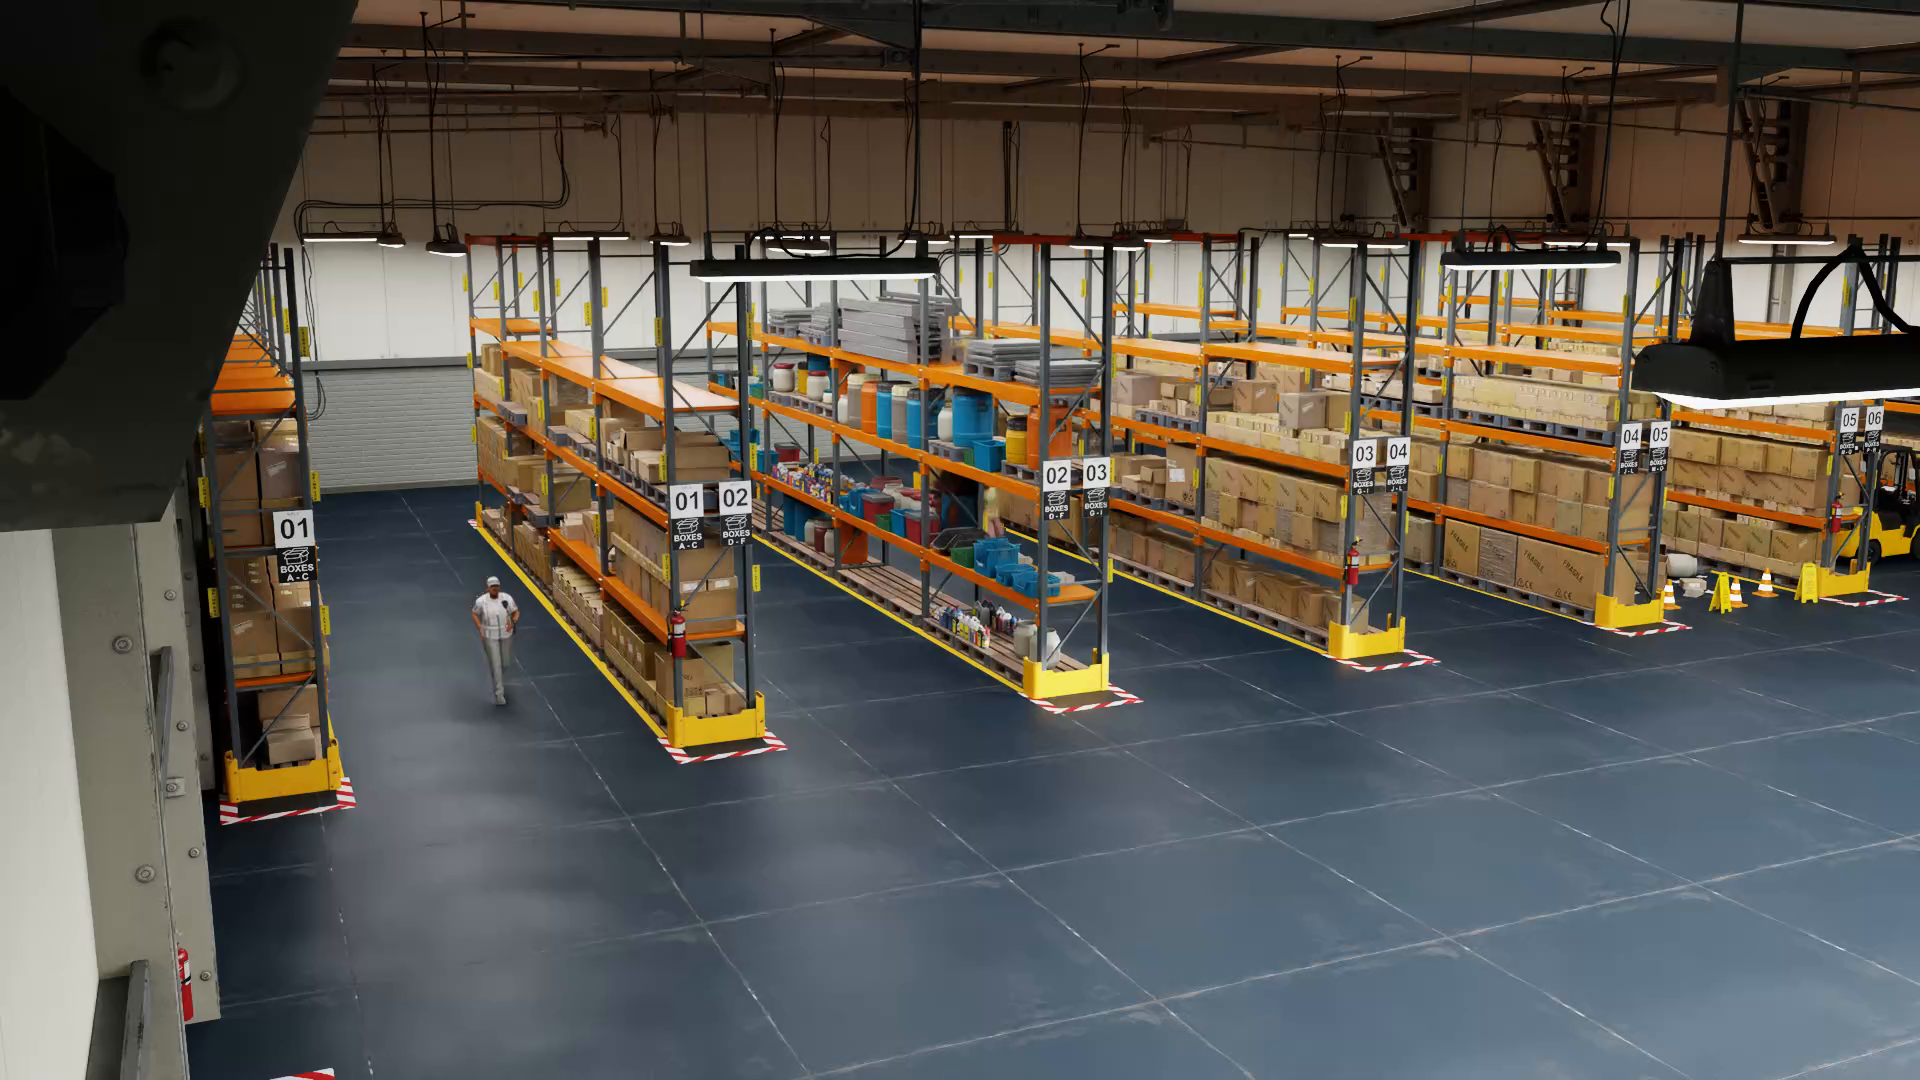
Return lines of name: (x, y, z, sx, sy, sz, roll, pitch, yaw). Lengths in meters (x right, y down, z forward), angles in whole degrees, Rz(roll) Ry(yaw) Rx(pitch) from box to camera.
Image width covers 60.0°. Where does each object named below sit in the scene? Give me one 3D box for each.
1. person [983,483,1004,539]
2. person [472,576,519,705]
person: (0.555, -0.424, 30.156, 0.589, 1.589, 0.545, -7, 13, -33)
person: (-6.132, 1.283, 22.050, 0.599, 1.663, 0.837, -6, 12, -27)
